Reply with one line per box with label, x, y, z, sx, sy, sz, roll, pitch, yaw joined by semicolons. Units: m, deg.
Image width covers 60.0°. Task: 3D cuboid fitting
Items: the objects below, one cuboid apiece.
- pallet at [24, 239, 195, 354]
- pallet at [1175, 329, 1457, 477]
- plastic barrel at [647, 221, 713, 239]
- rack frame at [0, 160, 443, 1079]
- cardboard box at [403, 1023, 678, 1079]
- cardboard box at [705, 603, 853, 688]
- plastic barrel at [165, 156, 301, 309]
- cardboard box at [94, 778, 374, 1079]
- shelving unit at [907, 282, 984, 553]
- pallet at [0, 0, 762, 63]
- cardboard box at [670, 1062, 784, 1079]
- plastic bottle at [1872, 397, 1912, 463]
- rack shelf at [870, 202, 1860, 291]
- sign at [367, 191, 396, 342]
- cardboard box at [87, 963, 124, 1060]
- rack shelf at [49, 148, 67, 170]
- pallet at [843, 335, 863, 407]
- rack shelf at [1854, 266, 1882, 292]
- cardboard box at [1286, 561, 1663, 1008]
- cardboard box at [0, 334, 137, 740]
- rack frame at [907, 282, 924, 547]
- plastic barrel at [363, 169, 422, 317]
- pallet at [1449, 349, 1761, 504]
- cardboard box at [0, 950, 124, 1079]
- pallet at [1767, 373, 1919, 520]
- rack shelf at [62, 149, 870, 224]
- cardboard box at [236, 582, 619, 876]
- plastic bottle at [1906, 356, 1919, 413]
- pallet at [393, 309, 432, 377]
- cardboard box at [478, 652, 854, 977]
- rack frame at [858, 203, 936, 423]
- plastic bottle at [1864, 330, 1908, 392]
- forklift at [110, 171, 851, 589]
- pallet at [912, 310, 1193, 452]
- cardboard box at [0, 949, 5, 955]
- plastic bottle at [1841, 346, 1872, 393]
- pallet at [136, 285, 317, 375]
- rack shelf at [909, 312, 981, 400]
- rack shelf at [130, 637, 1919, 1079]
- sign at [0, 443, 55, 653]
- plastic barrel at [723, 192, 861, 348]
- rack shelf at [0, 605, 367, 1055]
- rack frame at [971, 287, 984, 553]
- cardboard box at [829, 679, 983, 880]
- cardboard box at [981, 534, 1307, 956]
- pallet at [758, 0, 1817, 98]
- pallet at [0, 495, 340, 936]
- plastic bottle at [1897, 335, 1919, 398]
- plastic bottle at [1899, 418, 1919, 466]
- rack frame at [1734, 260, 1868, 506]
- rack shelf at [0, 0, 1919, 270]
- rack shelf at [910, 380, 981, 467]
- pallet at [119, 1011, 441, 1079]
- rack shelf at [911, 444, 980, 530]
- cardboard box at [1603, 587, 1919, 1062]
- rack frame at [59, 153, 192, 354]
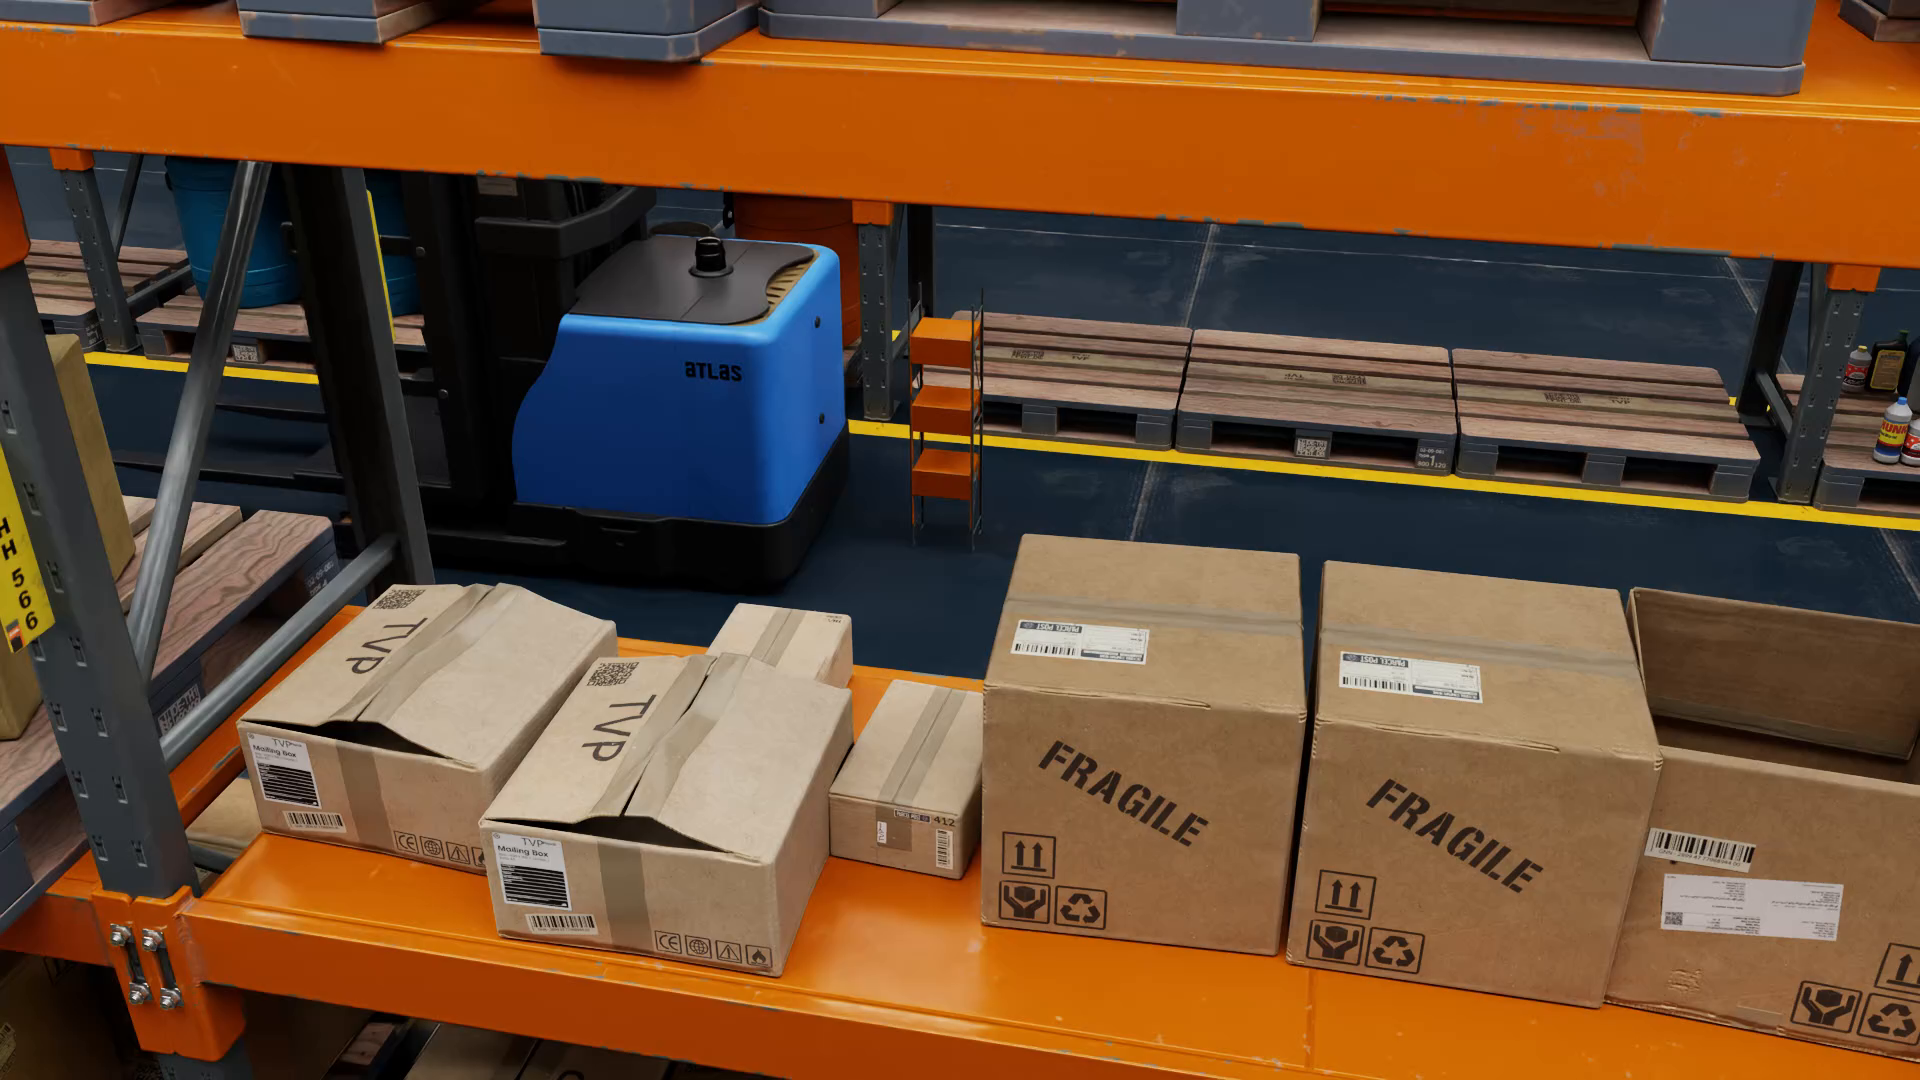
pallet;-4.925;-1.335;8.968;1.213;0.211;1.003;6;29;11
pallet;1.653;-0.659;7.734;1.213;0.211;1.003;6;29;11
plastic barrel;-1.338;-1.250;8.063;0.421;0.512;0.421;0;29;0
rack frame;-1.324;0.225;3.216;0.127;3.000;1.000;6;29;11
cardboard box;-0.873;1.191;3.293;0.500;0.311;0.500;7;29;12
cardboard box;-0.386;0.295;3.349;0.250;0.149;0.380;6;29;11
plastic barrel;-3.669;-1.704;8.486;0.708;0.901;0.600;6;29;11
cardboard box;-1.709;0.948;4.039;0.500;0.500;0.500;7;29;13
shelving unit;-0.052;-0.466;6.508;0.252;1.050;0.215;6;29;11
pallet;-0.641;-0.982;2.494;1.003;0.211;1.213;7;30;13
cardboard box;-0.357;1.240;3.204;0.500;0.311;0.500;5;29;9
plastic bottle;3.846;-0.459;6.847;0.097;0.271;0.097;0;29;0
rack shelf;1.670;-1.585;7.271;4.000;0.370;1.077;6;29;11
sign;-1.211;-0.544;3.415;0.005;0.325;0.100;6;29;11
cardboard box;-2.222;0.898;4.131;0.500;0.500;0.500;5;29;9
rack shelf;-6.153;-2.387;8.736;4.000;0.370;1.077;6;29;11
pallet;-1.065;-0.938;8.243;1.213;0.211;1.003;6;29;11
rack shelf;5.582;-1.184;6.538;4.000;0.370;1.077;6;29;11
cardboard box;0.835;0.394;2.803;0.500;0.500;0.500;6;29;11
cardboard box;-1.963;-0.014;3.110;0.500;0.500;0.700;-4;29;-6
rack frame;-0.172;-0.478;6.530;0.008;1.050;0.200;6;29;11
plastic barrel;-2.976;-1.633;8.356;0.708;0.901;0.600;6;29;11
pallet;2.850;-0.538;7.512;1.213;0.211;1.003;6;29;11
cardboard box;-2.287;1.144;3.681;0.500;0.500;0.500;7;29;13
pallet;4.274;-0.390;7.243;1.213;0.211;1.003;6;29;11
rack shelf;-2.242;-1.986;8.004;4.000;0.370;1.077;6;29;11
cardboard box;-0.977;0.321;3.134;0.500;0.311;0.500;8;30;14
plastic bottle;4.286;-0.734;7.268;0.185;0.351;0.144;6;29;11
pallet;-2.255;-1.061;8.468;1.213;0.211;1.003;6;29;11
cardboard box;-0.489;0.444;2.908;0.500;0.311;0.500;6;29;10
rack frame;-0.286;-2.101;7.465;0.127;3.000;1.000;6;29;11
plastic bottle;4.166;-0.808;7.473;0.133;0.283;0.061;7;30;13
forklift;-2.038;-1.443;6.333;3.031;2.935;1.130;5;29;10
pallet;0.464;-0.782;7.959;1.213;0.211;1.003;6;29;11
cardboard box;-2.343;0.812;3.507;0.500;0.250;0.500;7;29;12
plastic bottle;4.046;-0.776;7.499;0.097;0.201;0.097;0;29;0
pallet;-3.452;-1.182;8.690;1.213;0.211;1.003;6;29;11
rack shelf;-0.052;-0.706;6.377;0.240;0.259;0.215;6;29;11
rack shelf;0.632;0.741;3.023;4.000;0.370;1.077;6;29;11
sign;-1.428;0.007;2.490;0.005;0.325;0.100;6;29;11
plastic barrel;-0.768;-1.375;7.960;0.708;0.830;0.600;6;29;11
rack shelf;-3.280;0.340;3.755;4.000;0.370;1.077;6;29;11
rack frame;0.067;-0.454;6.485;0.008;1.050;0.200;6;29;11
cardboard box;-0.065;0.436;3.091;0.250;0.149;0.380;8;30;14
cardboard box;0.321;0.341;2.899;0.500;0.500;0.500;4;29;8
pallet;0.453;-0.872;2.291;1.213;0.211;1.003;7;30;13
pallet;-2.001;0.274;3.326;1.003;0.211;1.213;6;29;11
plastic bottle;4.316;-0.802;7.392;0.185;0.351;0.144;5;29;9
plastic bottle;3.946;-0.418;6.845;0.097;0.201;0.097;0;29;0
rack frame;3.626;-1.700;6.732;0.127;3.000;1.000;6;29;11
rack shelf;0.632;-0.575;2.302;4.000;0.370;1.077;6;29;11
rack shelf;-0.052;-0.457;6.513;0.240;0.259;0.215;6;29;11
pallet;-2.046;1.355;4.055;1.213;0.211;1.003;6;29;11
rack shelf;-0.052;-0.213;6.646;0.240;0.259;0.215;6;29;11
cardboard box;1.325;0.444;2.711;0.500;0.500;0.500;8;30;14
rack frame;-4.197;-2.502;8.197;0.127;3.000;1.000;6;29;11
